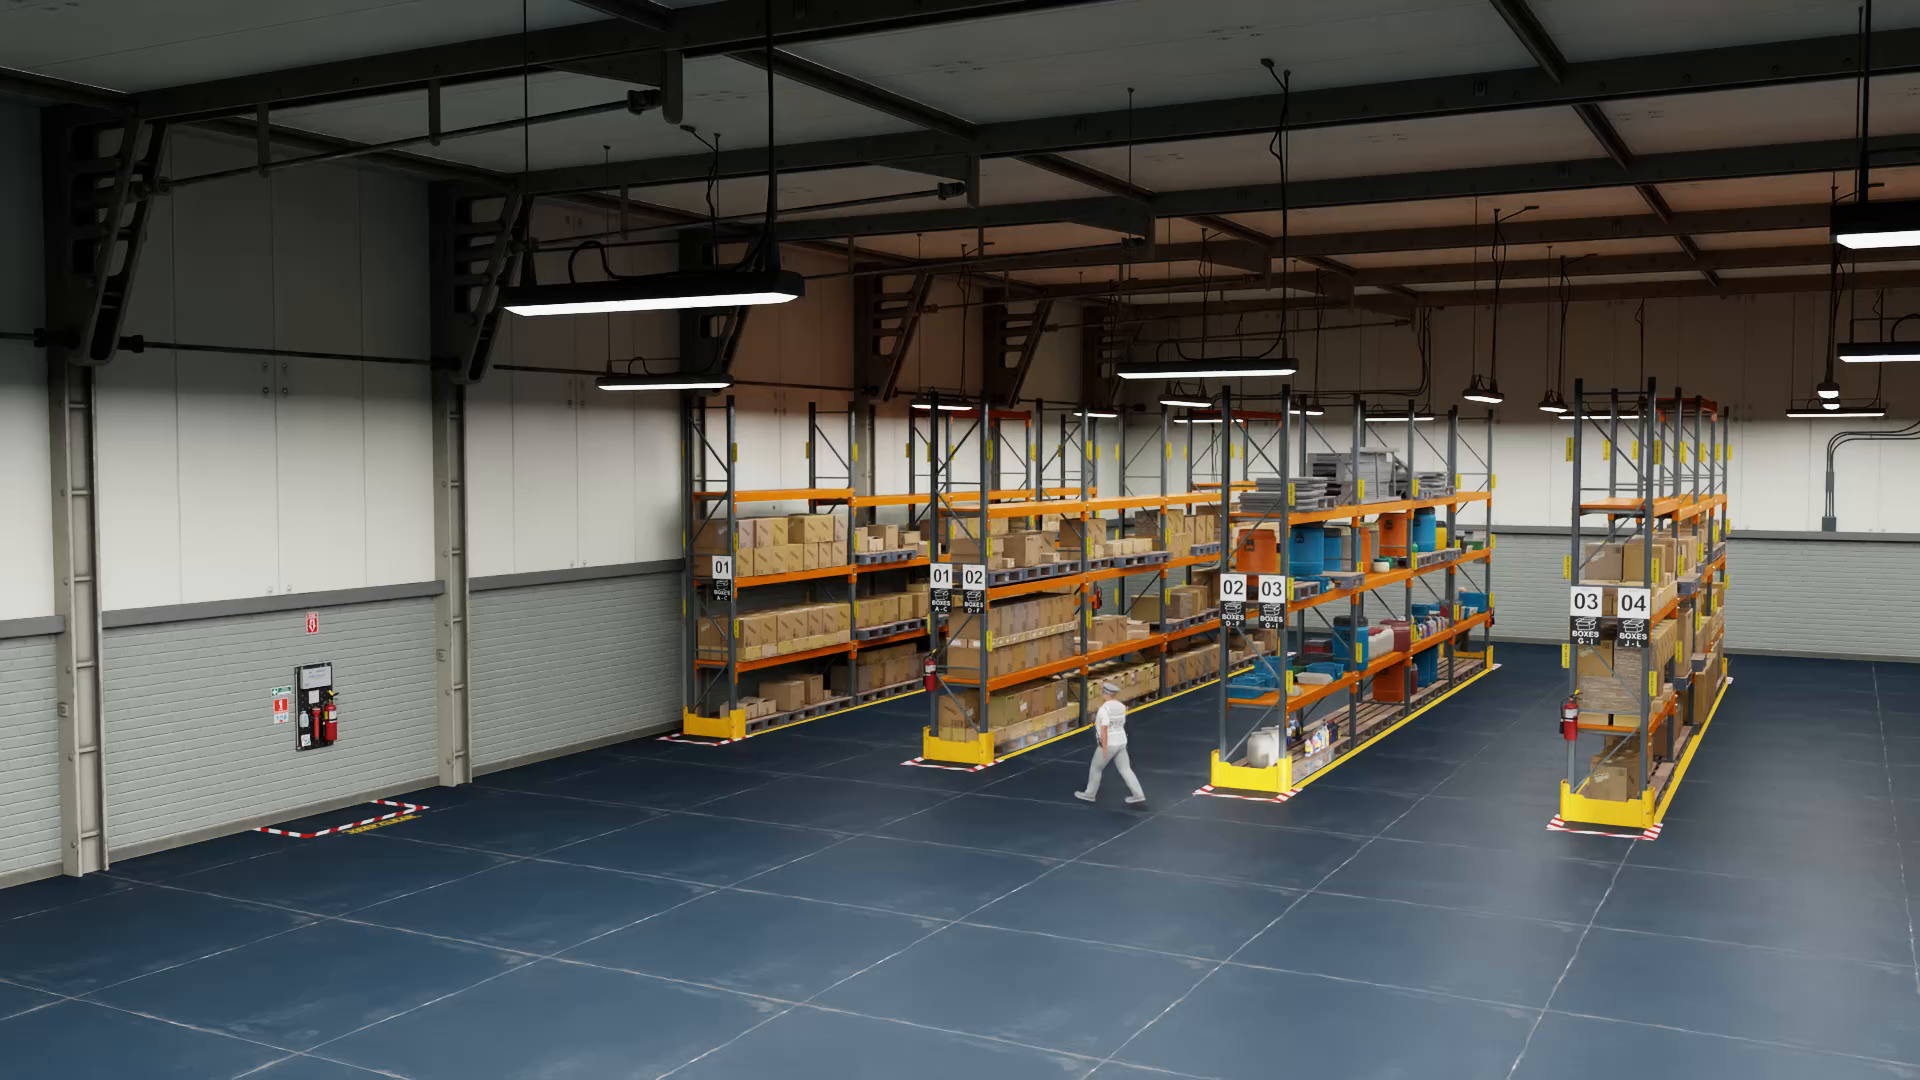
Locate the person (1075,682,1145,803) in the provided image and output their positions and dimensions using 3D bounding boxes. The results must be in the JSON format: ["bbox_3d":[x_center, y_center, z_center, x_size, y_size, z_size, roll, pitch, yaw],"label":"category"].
[{"bbox_3d":[2.133,2.890,23.640,1.085,1.711,0.550,3,4,43],"label":"person"}]

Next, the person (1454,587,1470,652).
[{"bbox_3d":[11.990,2.002,40.024,0.754,1.768,0.644,3,4,44],"label":"person"}]
